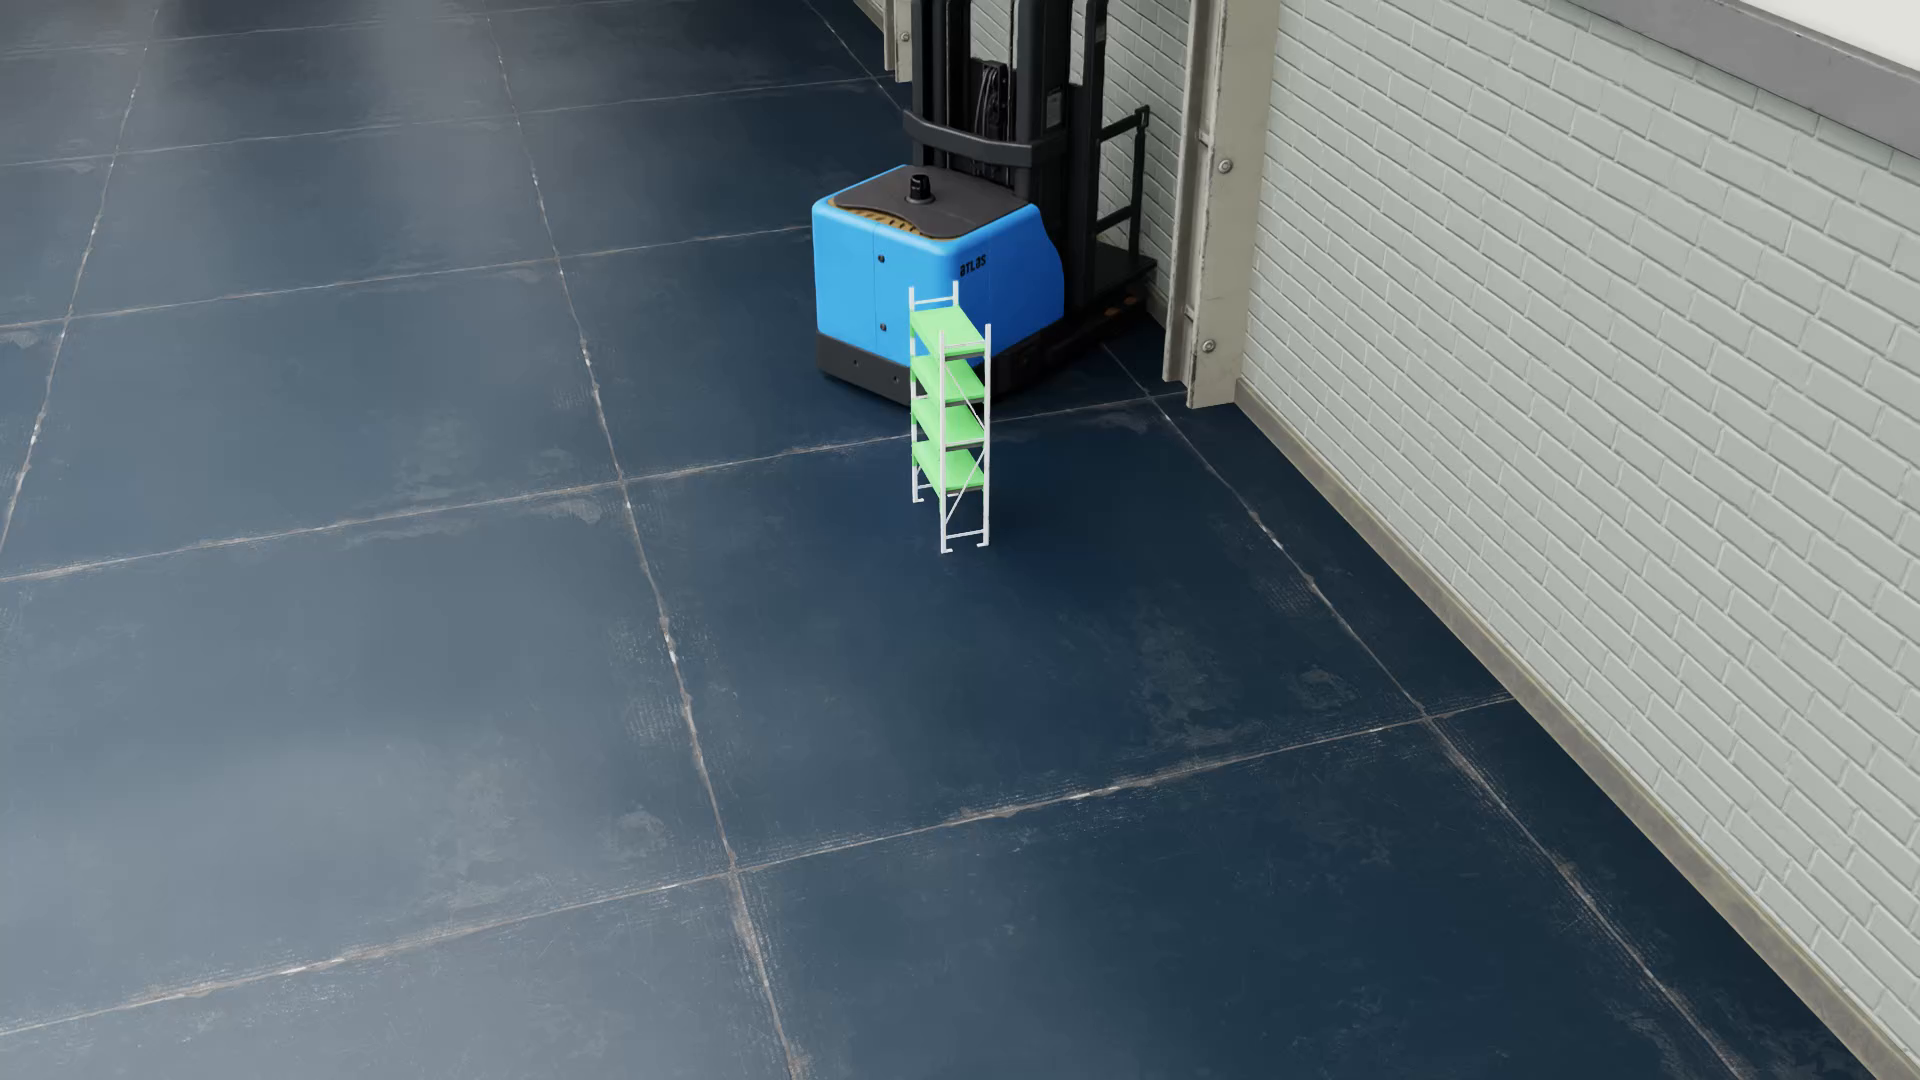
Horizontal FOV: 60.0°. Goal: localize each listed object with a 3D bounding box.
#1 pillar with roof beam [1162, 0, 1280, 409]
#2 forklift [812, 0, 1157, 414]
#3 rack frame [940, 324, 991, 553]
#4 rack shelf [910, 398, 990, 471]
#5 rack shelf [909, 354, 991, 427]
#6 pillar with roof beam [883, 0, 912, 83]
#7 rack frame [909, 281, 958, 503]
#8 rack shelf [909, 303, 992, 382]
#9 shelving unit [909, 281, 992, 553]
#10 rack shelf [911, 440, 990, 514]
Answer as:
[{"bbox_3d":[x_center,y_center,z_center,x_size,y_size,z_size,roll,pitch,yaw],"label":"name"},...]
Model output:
[{"bbox_3d":[-2.718,-3.898,5.987,9.100,9.000,0.400,-10,35,-15],"label":"pillar with roof beam"},{"bbox_3d":[0.498,-2.631,9.573,1.130,2.935,3.031,25,41,32],"label":"forklift"},{"bbox_3d":[0.024,-0.459,7.857,0.240,1.200,0.015,-10,35,-15],"label":"rack frame"},{"bbox_3d":[-0.051,-0.534,8.086,0.258,0.148,0.480,-10,35,-15],"label":"rack shelf"},{"bbox_3d":[-0.051,-0.734,7.954,0.258,0.148,0.480,-10,35,-15],"label":"rack shelf"},{"bbox_3d":[-4.548,-7.049,10.754,9.100,9.000,0.400,-10,35,-15],"label":"pillar with roof beam"},{"bbox_3d":[-0.125,-0.716,8.245,0.240,1.200,0.015,-10,35,-15],"label":"rack frame"},{"bbox_3d":[-0.051,-0.935,7.821,0.258,0.148,0.480,-10,35,-15],"label":"rack shelf"},{"bbox_3d":[-0.051,-0.587,8.051,0.258,1.200,0.503,-10,35,-15],"label":"shelving unit"},{"bbox_3d":[-0.051,-0.334,8.218,0.258,0.148,0.480,-10,35,-15],"label":"rack shelf"}]
